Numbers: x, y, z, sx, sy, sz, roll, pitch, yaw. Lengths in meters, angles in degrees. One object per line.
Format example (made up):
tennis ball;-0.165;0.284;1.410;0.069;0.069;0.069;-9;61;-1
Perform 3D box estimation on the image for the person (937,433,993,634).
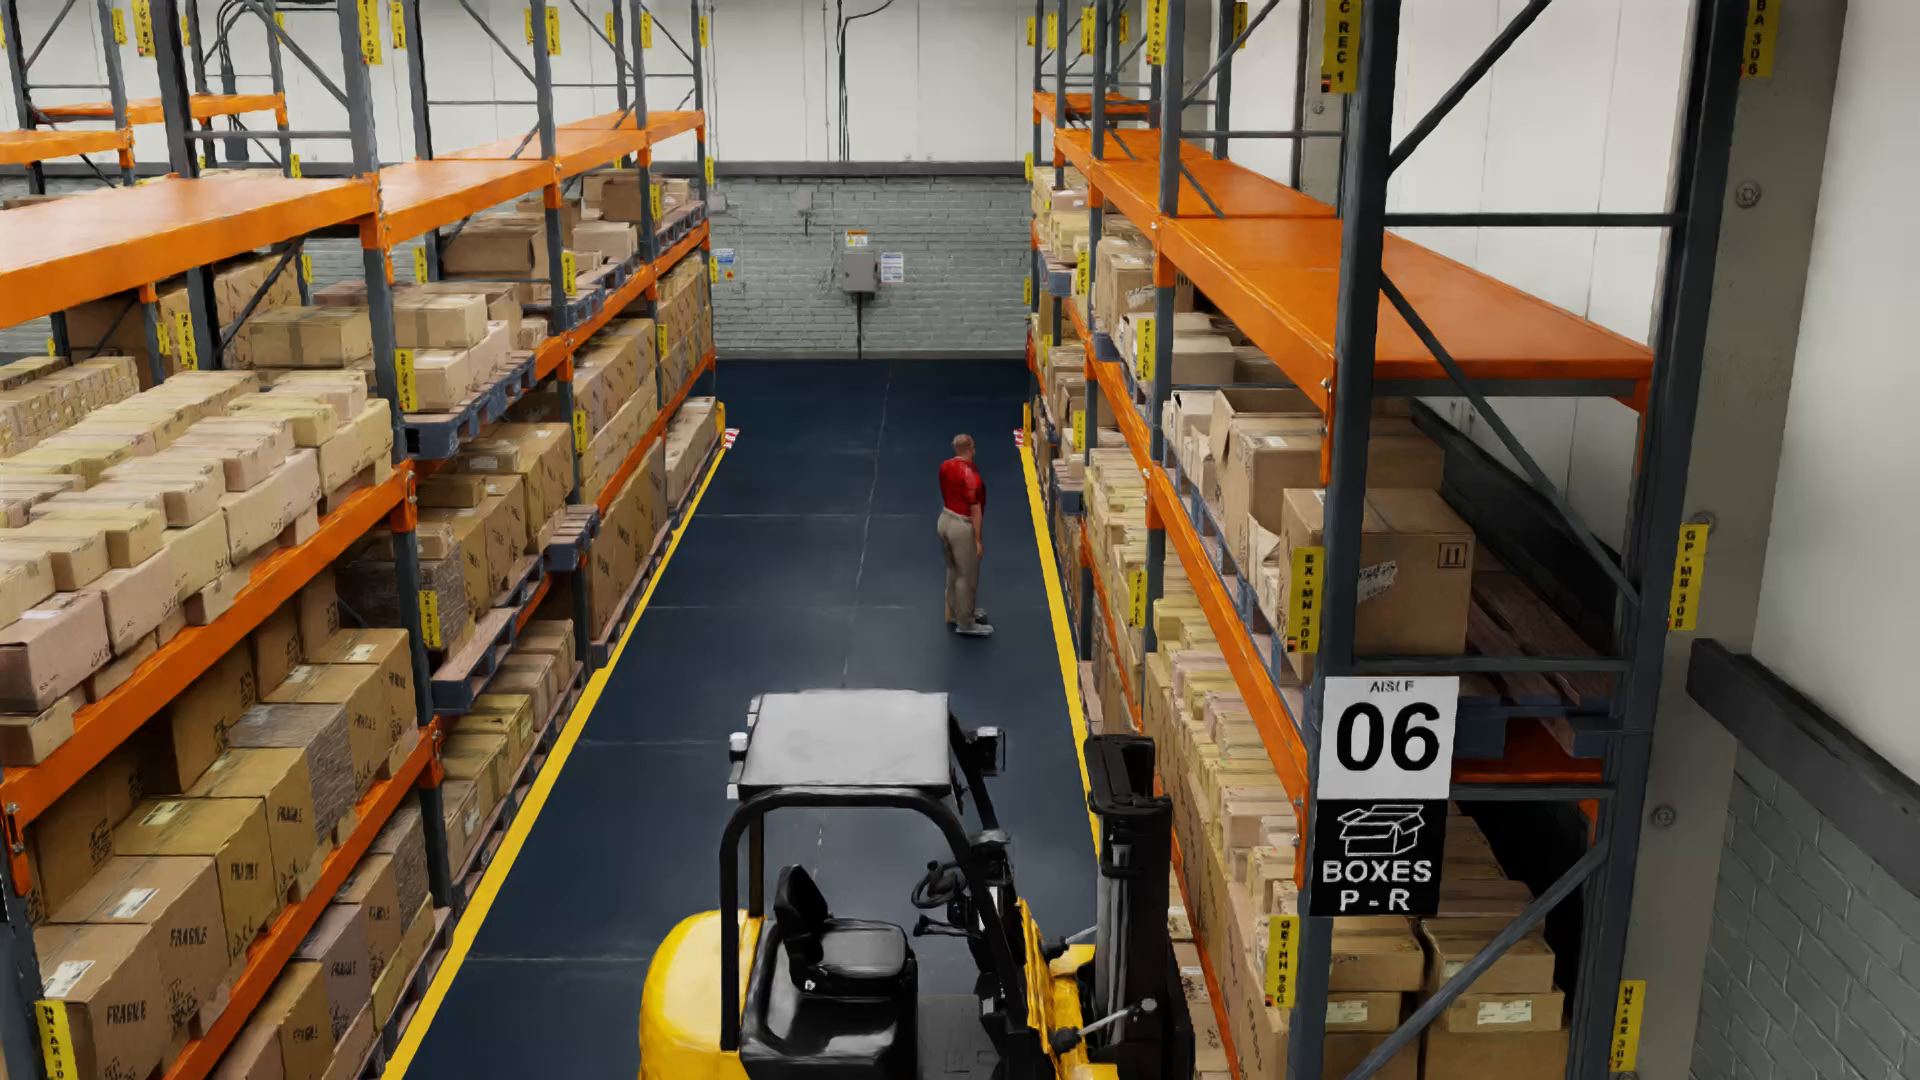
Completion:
person;0.083;-0.070;14.303;0.477;1.737;0.596;-12;20;-33
